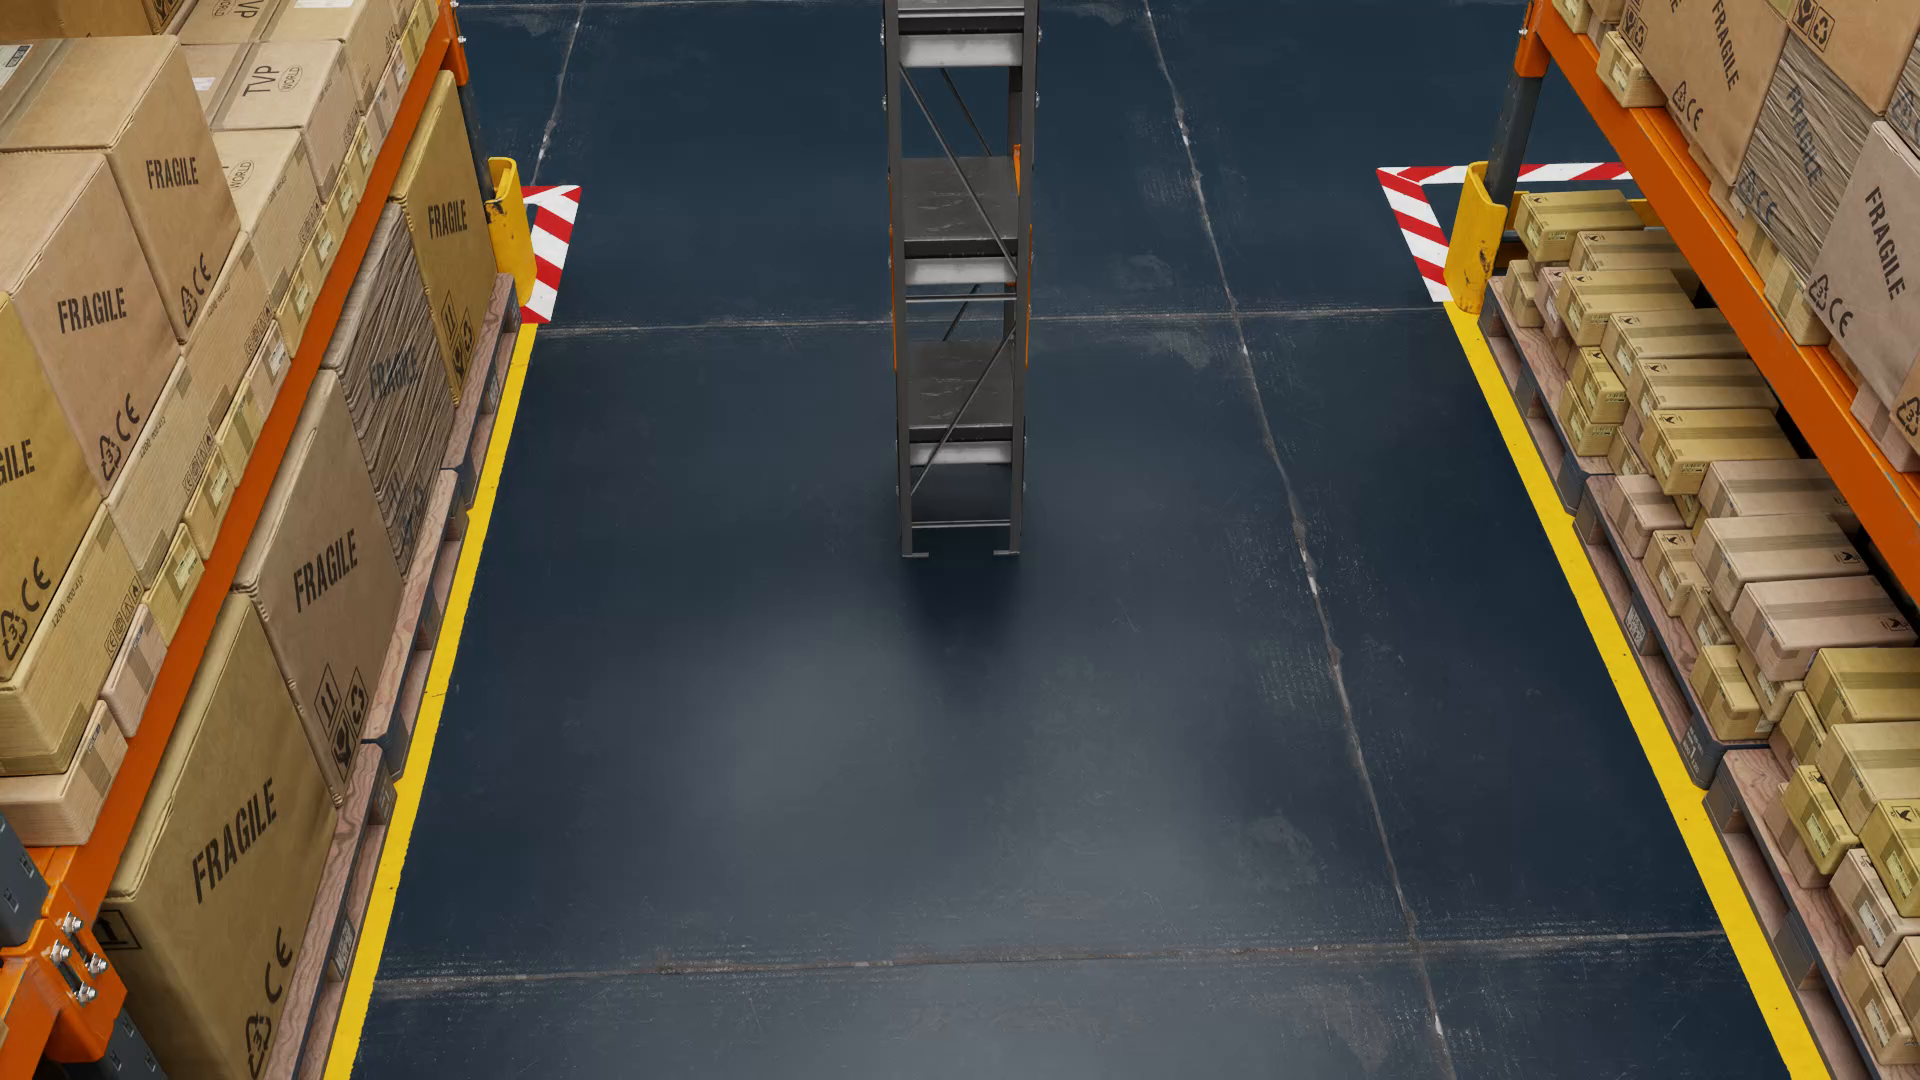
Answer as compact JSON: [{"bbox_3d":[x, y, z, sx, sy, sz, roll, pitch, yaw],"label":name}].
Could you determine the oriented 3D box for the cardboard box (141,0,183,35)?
[{"bbox_3d":[-2.582,-1.791,4.820,0.500,0.500,0.500,-3,43,-3],"label":"cardboard box"}]

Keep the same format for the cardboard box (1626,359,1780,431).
[{"bbox_3d":[2.399,-0.455,5.385,0.380,0.149,0.250,0,43,0],"label":"cardboard box"}]

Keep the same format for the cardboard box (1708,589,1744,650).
[{"bbox_3d":[2.458,0.192,4.900,0.380,0.149,0.250,-4,43,-4],"label":"cardboard box"}]

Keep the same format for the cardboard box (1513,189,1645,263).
[{"bbox_3d":[2.289,-1.164,6.158,0.380,0.149,0.250,-3,43,-4],"label":"cardboard box"}]

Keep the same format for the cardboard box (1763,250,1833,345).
[{"bbox_3d":[2.392,-0.650,4.426,0.380,0.149,0.250,-1,43,-1],"label":"cardboard box"}]

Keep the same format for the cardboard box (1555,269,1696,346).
[{"bbox_3d":[2.303,-0.807,5.770,0.380,0.149,0.250,-2,43,-2],"label":"cardboard box"}]

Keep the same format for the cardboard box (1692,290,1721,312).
[{"bbox_3d":[2.871,-0.891,6.081,0.380,0.149,0.250,-3,43,-3],"label":"cardboard box"}]

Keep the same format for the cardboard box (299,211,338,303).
[{"bbox_3d":[-1.945,-0.774,4.561,0.380,0.149,0.250,-1,43,-1],"label":"cardboard box"}]

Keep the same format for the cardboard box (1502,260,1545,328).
[{"bbox_3d":[2.308,-0.945,6.360,0.380,0.149,0.250,-1,43,-1],"label":"cardboard box"}]

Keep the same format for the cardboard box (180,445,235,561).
[{"bbox_3d":[-1.900,-0.079,3.802,0.380,0.149,0.250,-3,43,-3],"label":"cardboard box"}]

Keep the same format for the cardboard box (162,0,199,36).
[{"bbox_3d":[-2.575,-1.502,5.059,0.500,0.250,0.500,-2,43,-2],"label":"cardboard box"}]

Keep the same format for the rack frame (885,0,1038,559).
[{"bbox_3d":[0.003,-0.721,4.983,0.400,2.100,0.015,-2,43,-2],"label":"rack frame"}]

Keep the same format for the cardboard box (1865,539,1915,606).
[{"bbox_3d":[2.899,0.047,4.838,0.380,0.149,0.250,-3,43,-4],"label":"cardboard box"}]

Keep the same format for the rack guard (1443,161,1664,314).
[{"bbox_3d":[2.609,-1.231,6.723,1.175,0.500,0.348,-2,43,-2],"label":"rack guard"}]

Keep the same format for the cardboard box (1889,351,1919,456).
[{"bbox_3d":[2.452,-0.319,3.584,0.500,0.500,0.500,-3,43,-3],"label":"cardboard box"}]

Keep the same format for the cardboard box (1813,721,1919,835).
[{"bbox_3d":[2.432,0.601,4.233,0.380,0.149,0.250,-2,43,-2],"label":"cardboard box"}]

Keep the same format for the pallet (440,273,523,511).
[{"bbox_3d":[-2.242,-0.564,6.209,1.003,0.211,1.213,-2,43,-2],"label":"pallet"}]

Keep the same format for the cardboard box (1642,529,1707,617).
[{"bbox_3d":[2.387,0.099,5.221,0.380,0.149,0.250,-2,43,-2],"label":"cardboard box"}]

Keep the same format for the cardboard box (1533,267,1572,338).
[{"bbox_3d":[2.327,-0.870,6.058,0.380,0.149,0.250,-2,43,-2],"label":"cardboard box"}]

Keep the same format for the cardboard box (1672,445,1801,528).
[{"bbox_3d":[2.487,-0.173,5.297,0.380,0.149,0.250,0,43,0],"label":"cardboard box"}]

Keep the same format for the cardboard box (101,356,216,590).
[{"bbox_3d":[-1.958,-0.144,3.578,0.500,0.250,0.500,-2,43,-2],"label":"cardboard box"}]

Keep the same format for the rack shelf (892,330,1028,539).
[{"bbox_3d":[-0.007,-0.360,5.645,0.431,0.518,0.480,-2,43,-2],"label":"rack shelf"}]

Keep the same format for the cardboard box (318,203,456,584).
[{"bbox_3d":[-2.208,-0.457,5.291,0.875,0.875,0.875,-2,43,-2],"label":"cardboard box"}]

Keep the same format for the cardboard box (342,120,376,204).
[{"bbox_3d":[-1.965,-1.117,4.934,0.380,0.149,0.250,-3,43,-3],"label":"cardboard box"}]

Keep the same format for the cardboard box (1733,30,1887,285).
[{"bbox_3d":[2.433,-1.004,4.331,0.500,0.500,0.500,-3,43,-3],"label":"cardboard box"}]

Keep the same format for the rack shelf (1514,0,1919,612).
[{"bbox_3d":[2.691,-0.589,4.705,1.077,0.370,4.000,-2,43,-2],"label":"rack shelf"}]

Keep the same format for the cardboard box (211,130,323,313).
[{"bbox_3d":[-1.999,-0.827,4.323,0.500,0.250,0.500,-2,43,-2],"label":"cardboard box"}]

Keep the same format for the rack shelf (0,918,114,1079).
[{"bbox_3d":[-2.099,2.186,1.678,1.077,0.370,4.000,-2,43,-2],"label":"rack shelf"}]

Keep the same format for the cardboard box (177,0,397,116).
[{"bbox_3d":[-2.047,-1.522,5.082,0.500,0.250,0.500,-2,43,-3],"label":"cardboard box"}]

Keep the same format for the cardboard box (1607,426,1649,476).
[{"bbox_3d":[2.426,-0.258,5.611,0.380,0.149,0.250,-2,43,-2],"label":"cardboard box"}]

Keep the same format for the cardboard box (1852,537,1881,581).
[{"bbox_3d":[2.898,0.088,5.233,0.380,0.149,0.250,-1,43,-1],"label":"cardboard box"}]

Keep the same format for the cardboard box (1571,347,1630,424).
[{"bbox_3d":[2.328,-0.531,5.688,0.380,0.149,0.250,0,43,0],"label":"cardboard box"}]

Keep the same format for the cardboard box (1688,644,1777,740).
[{"bbox_3d":[2.375,0.439,4.850,0.380,0.149,0.250,-2,43,-2],"label":"cardboard box"}]

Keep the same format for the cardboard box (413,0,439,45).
[{"bbox_3d":[-2.010,-1.806,5.687,0.380,0.149,0.250,-1,43,-1],"label":"cardboard box"}]

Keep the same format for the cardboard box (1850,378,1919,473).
[{"bbox_3d":[2.431,-0.307,4.051,0.380,0.149,0.250,-3,43,-4],"label":"cardboard box"}]

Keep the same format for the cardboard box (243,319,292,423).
[{"bbox_3d":[-1.920,-0.421,4.175,0.380,0.149,0.250,-1,43,-1],"label":"cardboard box"}]

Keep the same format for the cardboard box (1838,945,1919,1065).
[{"bbox_3d":[2.419,1.138,4.088,0.380,0.149,0.250,-1,43,-1],"label":"cardboard box"}]

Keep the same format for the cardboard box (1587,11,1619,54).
[{"bbox_3d":[2.344,-1.713,5.584,0.380,0.149,0.250,0,43,0],"label":"cardboard box"}]

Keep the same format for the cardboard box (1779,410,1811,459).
[{"bbox_3d":[2.972,-0.369,5.512,0.380,0.149,0.250,-1,43,-1],"label":"cardboard box"}]

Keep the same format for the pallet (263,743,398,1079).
[{"bbox_3d":[-2.138,1.083,4.412,1.003,0.211,1.213,-2,43,-2],"label":"pallet"}]

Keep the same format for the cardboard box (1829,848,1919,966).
[{"bbox_3d":[2.421,0.897,4.130,0.380,0.149,0.250,-4,43,-4],"label":"cardboard box"}]

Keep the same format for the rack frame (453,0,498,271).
[{"bbox_3d":[-2.354,-2.130,5.854,1.000,3.000,0.127,-2,43,-2],"label":"rack frame"}]

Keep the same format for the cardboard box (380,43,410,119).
[{"bbox_3d":[-1.987,-1.460,5.309,0.380,0.149,0.250,-2,43,-2],"label":"cardboard box"}]

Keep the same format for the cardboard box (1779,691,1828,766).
[{"bbox_3d":[2.479,0.545,4.515,0.380,0.149,0.250,-1,43,-1],"label":"cardboard box"}]

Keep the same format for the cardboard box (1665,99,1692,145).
[{"bbox_3d":[2.450,-1.358,5.198,0.380,0.149,0.250,0,43,0],"label":"cardboard box"}]

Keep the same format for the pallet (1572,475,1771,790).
[{"bbox_3d":[2.657,0.246,5.325,1.003,0.211,1.213,-2,43,-2],"label":"pallet"}]

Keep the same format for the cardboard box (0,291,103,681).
[{"bbox_3d":[-1.949,-0.091,2.965,0.500,0.500,0.500,-2,43,-2],"label":"cardboard box"}]

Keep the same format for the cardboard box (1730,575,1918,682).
[{"bbox_3d":[2.396,0.244,4.623,0.380,0.149,0.250,-4,43,-4],"label":"cardboard box"}]

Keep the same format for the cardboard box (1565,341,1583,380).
[{"bbox_3d":[2.419,-0.603,5.987,0.380,0.149,0.250,-1,43,-1],"label":"cardboard box"}]

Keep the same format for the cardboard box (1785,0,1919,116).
[{"bbox_3d":[2.413,-1.372,3.993,0.500,0.500,0.500,-3,43,-3],"label":"cardboard box"}]

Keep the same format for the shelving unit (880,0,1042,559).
[{"bbox_3d":[-0.007,-0.886,5.162,0.431,2.100,0.503,-2,43,-2],"label":"shelving unit"}]

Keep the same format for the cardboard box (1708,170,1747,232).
[{"bbox_3d":[2.419,-1.007,4.815,0.380,0.149,0.250,-2,43,-3],"label":"cardboard box"}]

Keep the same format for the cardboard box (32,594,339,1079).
[{"bbox_3d":[-2.132,0.751,3.972,0.875,0.875,0.875,-2,43,-2],"label":"cardboard box"}]

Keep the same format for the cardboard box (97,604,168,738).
[{"bbox_3d":[-1.875,0.277,3.414,0.380,0.149,0.250,-3,43,-3],"label":"cardboard box"}]

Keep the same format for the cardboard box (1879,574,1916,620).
[{"bbox_3d":[2.989,0.156,4.938,0.380,0.149,0.250,-2,43,-2],"label":"cardboard box"}]

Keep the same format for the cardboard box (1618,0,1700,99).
[{"bbox_3d":[2.397,-1.679,5.068,0.500,0.500,0.500,-2,43,-2],"label":"cardboard box"}]

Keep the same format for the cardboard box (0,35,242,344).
[{"bbox_3d":[-1.989,-0.775,3.711,0.500,0.500,0.500,-3,43,-3],"label":"cardboard box"}]

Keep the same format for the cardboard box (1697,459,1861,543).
[{"bbox_3d":[2.471,-0.109,5.008,0.380,0.149,0.250,-2,43,-2],"label":"cardboard box"}]

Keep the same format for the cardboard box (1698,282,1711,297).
[{"bbox_3d":[2.835,-1.006,5.986,0.380,0.149,0.250,-1,43,-1],"label":"cardboard box"}]

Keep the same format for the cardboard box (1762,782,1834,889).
[{"bbox_3d":[2.416,0.783,4.475,0.380,0.149,0.250,-3,43,-3],"label":"cardboard box"}]
